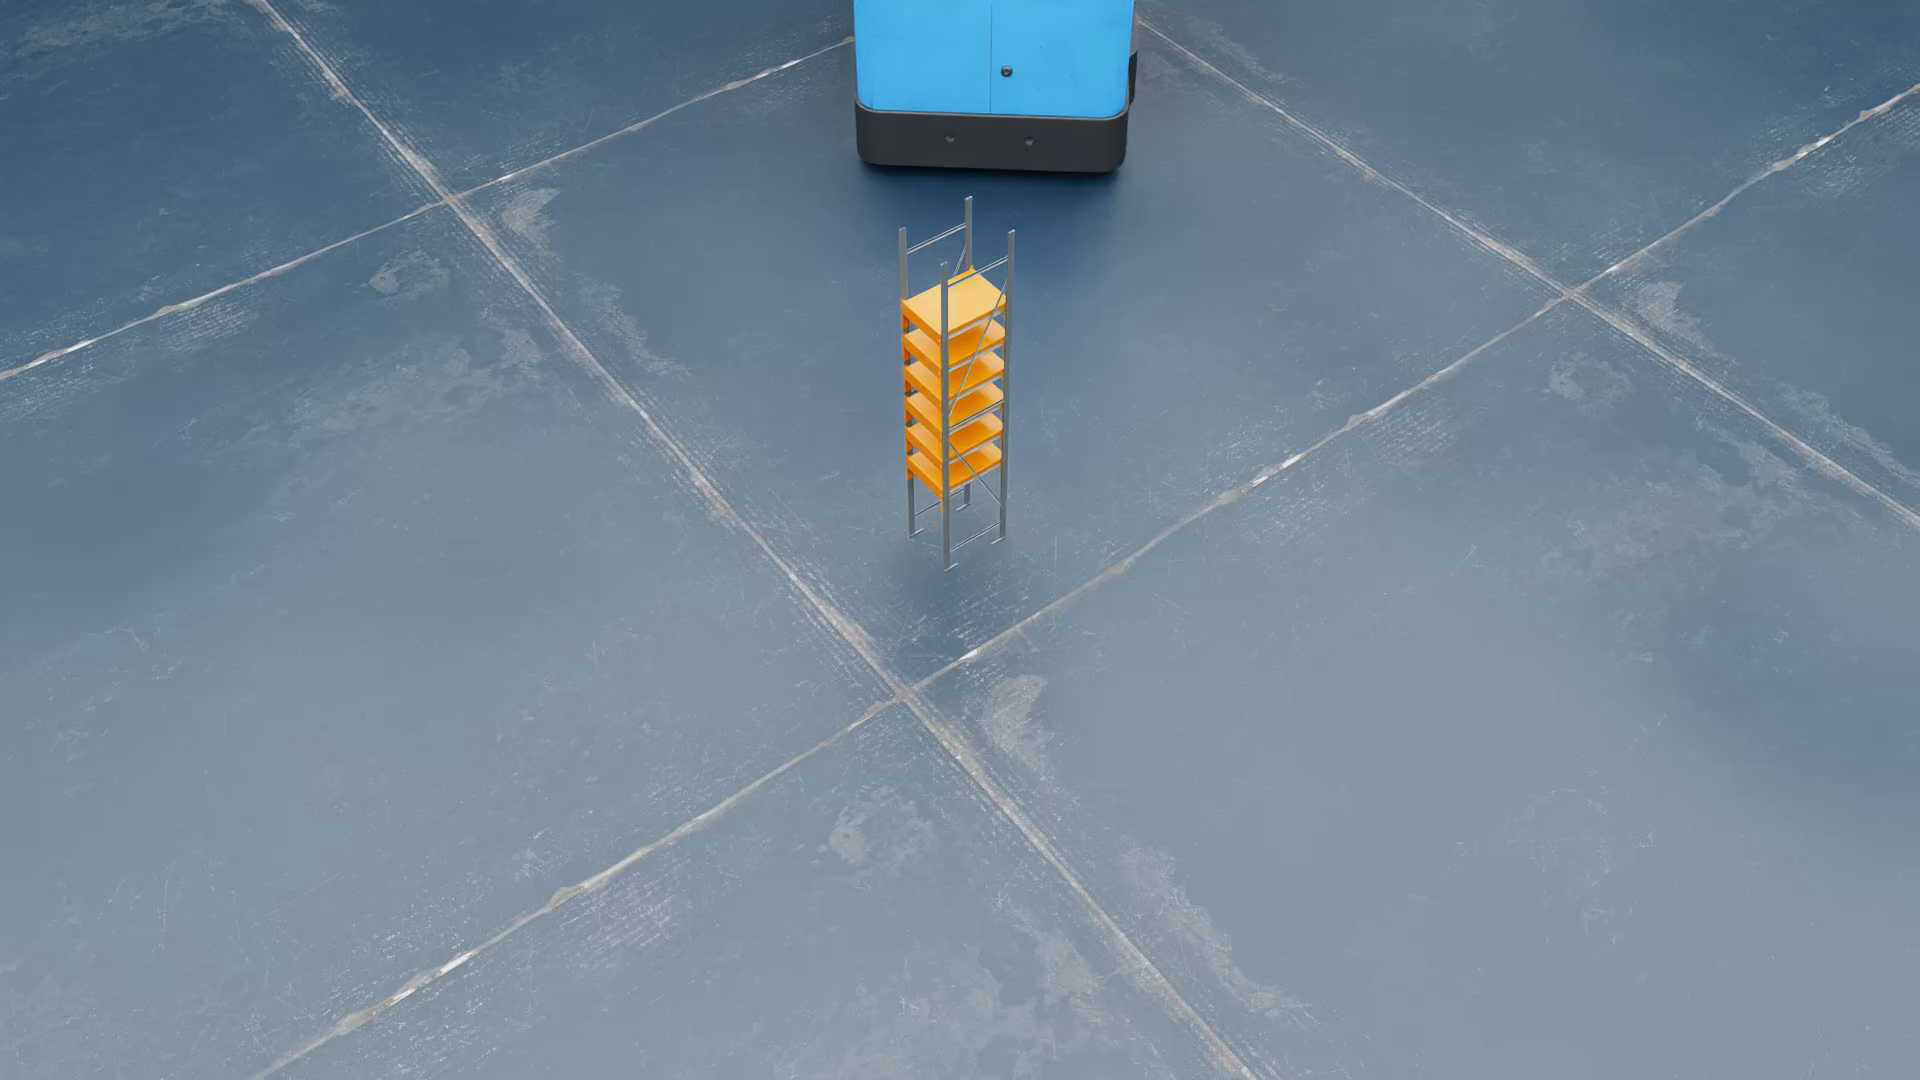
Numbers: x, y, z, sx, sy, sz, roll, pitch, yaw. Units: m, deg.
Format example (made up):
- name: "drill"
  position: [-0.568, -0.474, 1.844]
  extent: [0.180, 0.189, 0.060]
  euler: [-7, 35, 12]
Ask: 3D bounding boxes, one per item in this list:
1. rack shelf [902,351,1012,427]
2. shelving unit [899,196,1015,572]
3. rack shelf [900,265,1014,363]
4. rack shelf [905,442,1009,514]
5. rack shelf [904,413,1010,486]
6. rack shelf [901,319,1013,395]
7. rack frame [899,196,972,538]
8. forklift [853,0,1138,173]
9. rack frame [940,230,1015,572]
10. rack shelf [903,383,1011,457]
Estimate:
- name: "rack shelf"
  position: [-0.009, -0.462, 4.757]
  extent: [0.258, 0.103, 0.180]
  euler: [-29, 54, -24]
- name: "shelving unit"
  position: [-0.009, -0.412, 4.813]
  extent: [0.258, 1.200, 0.189]
  euler: [-29, 54, -24]
- name: "rack shelf"
  position: [-0.009, -0.623, 4.579]
  extent: [0.258, 0.103, 0.180]
  euler: [-29, 54, -24]
- name: "rack shelf"
  position: [-0.009, -0.220, 5.024]
  extent: [0.258, 0.103, 0.180]
  euler: [-29, 54, -24]
- name: "rack shelf"
  position: [-0.009, -0.301, 4.935]
  extent: [0.258, 0.103, 0.180]
  euler: [-29, 54, -24]
- name: "rack shelf"
  position: [-0.009, -0.543, 4.668]
  extent: [0.258, 0.103, 0.180]
  euler: [-29, 54, -24]
- name: "rack frame"
  position: [-0.064, -0.465, 4.862]
  extent: [0.240, 1.200, 0.006]
  euler: [-29, 54, -24]
- name: "forklift"
  position: [0.205, -3.497, 6.442]
  extent: [1.130, 2.935, 3.031]
  euler: [3, 48, 2]
- name: "rack frame"
  position: [0.047, -0.358, 4.764]
  extent: [0.240, 1.200, 0.006]
  euler: [-29, 54, -24]
- name: "rack shelf"
  position: [-0.009, -0.382, 4.846]
  extent: [0.258, 0.103, 0.180]
  euler: [-29, 54, -24]
